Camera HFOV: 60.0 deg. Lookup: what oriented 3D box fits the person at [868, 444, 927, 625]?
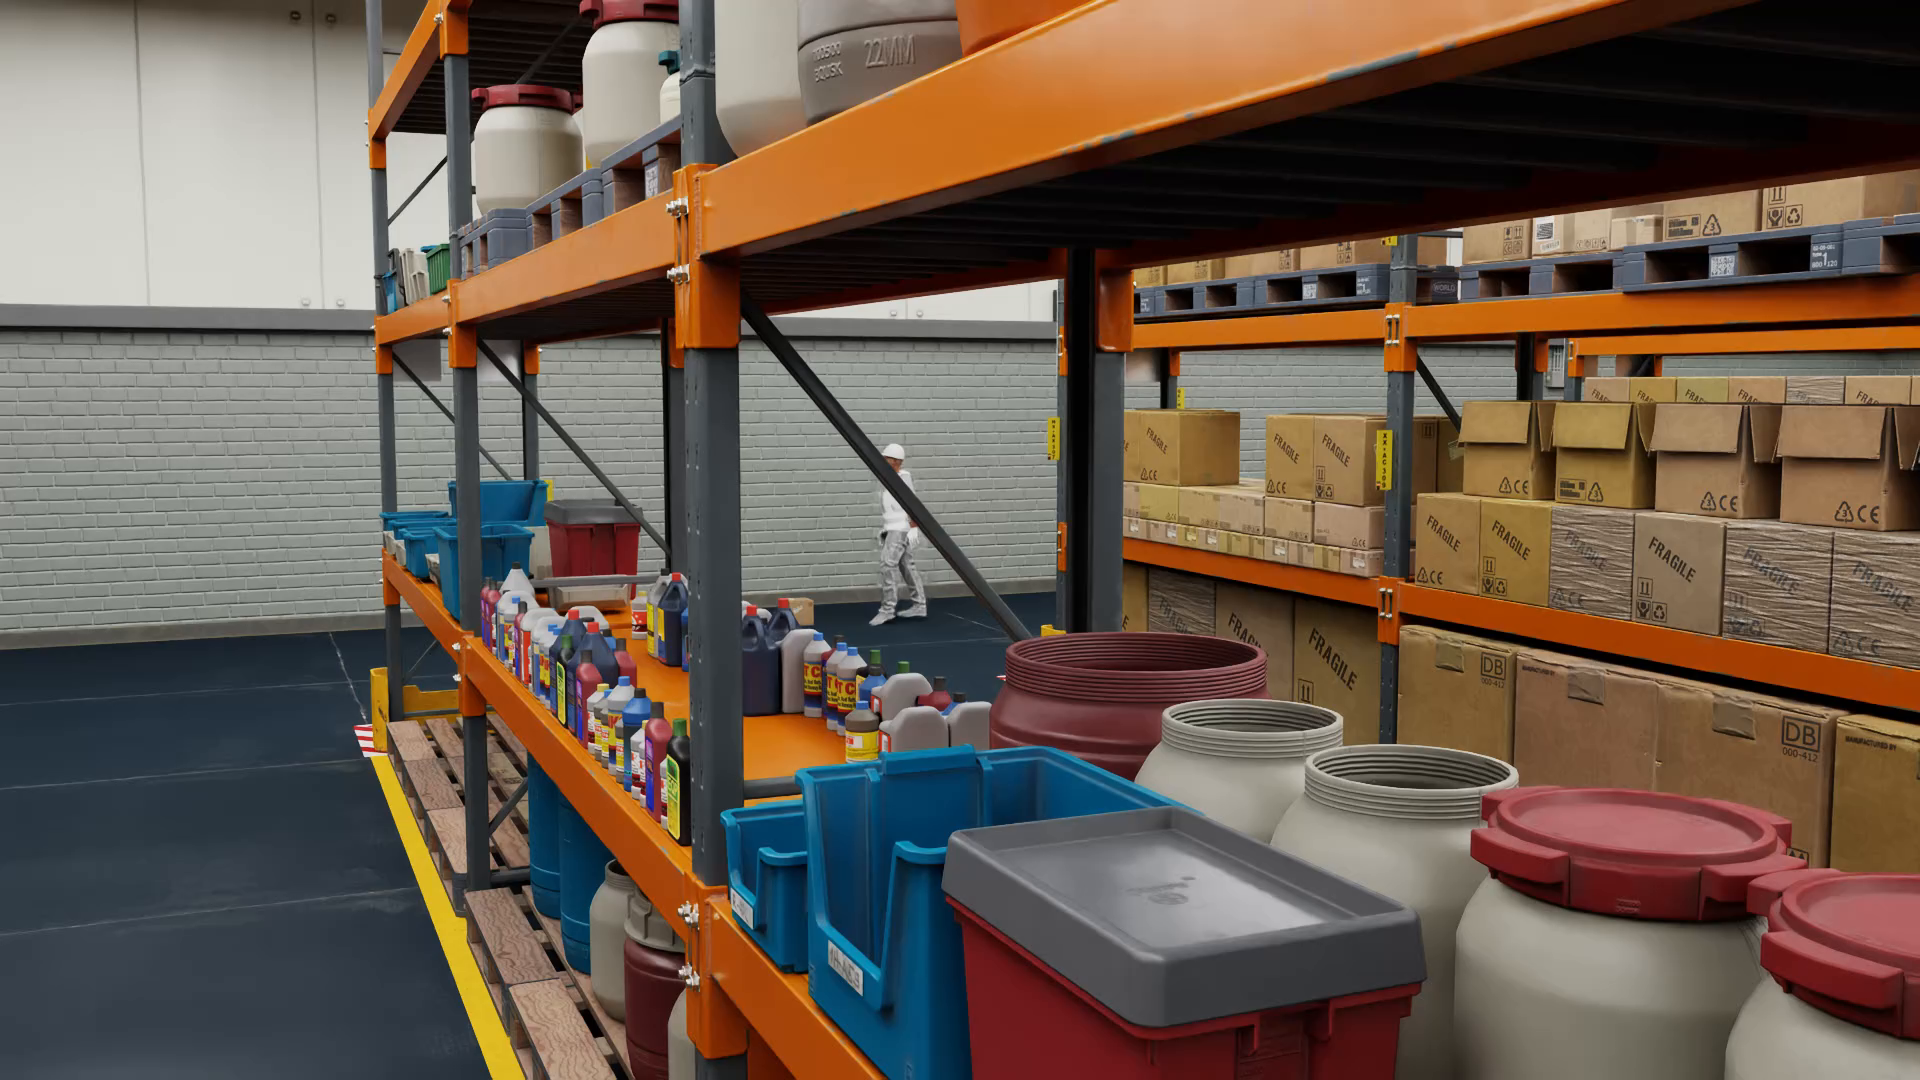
[{"bbox_3d":[-0.649,-0.060,16.807,0.628,1.823,0.570,-1,5,-10],"label":"person"}]
